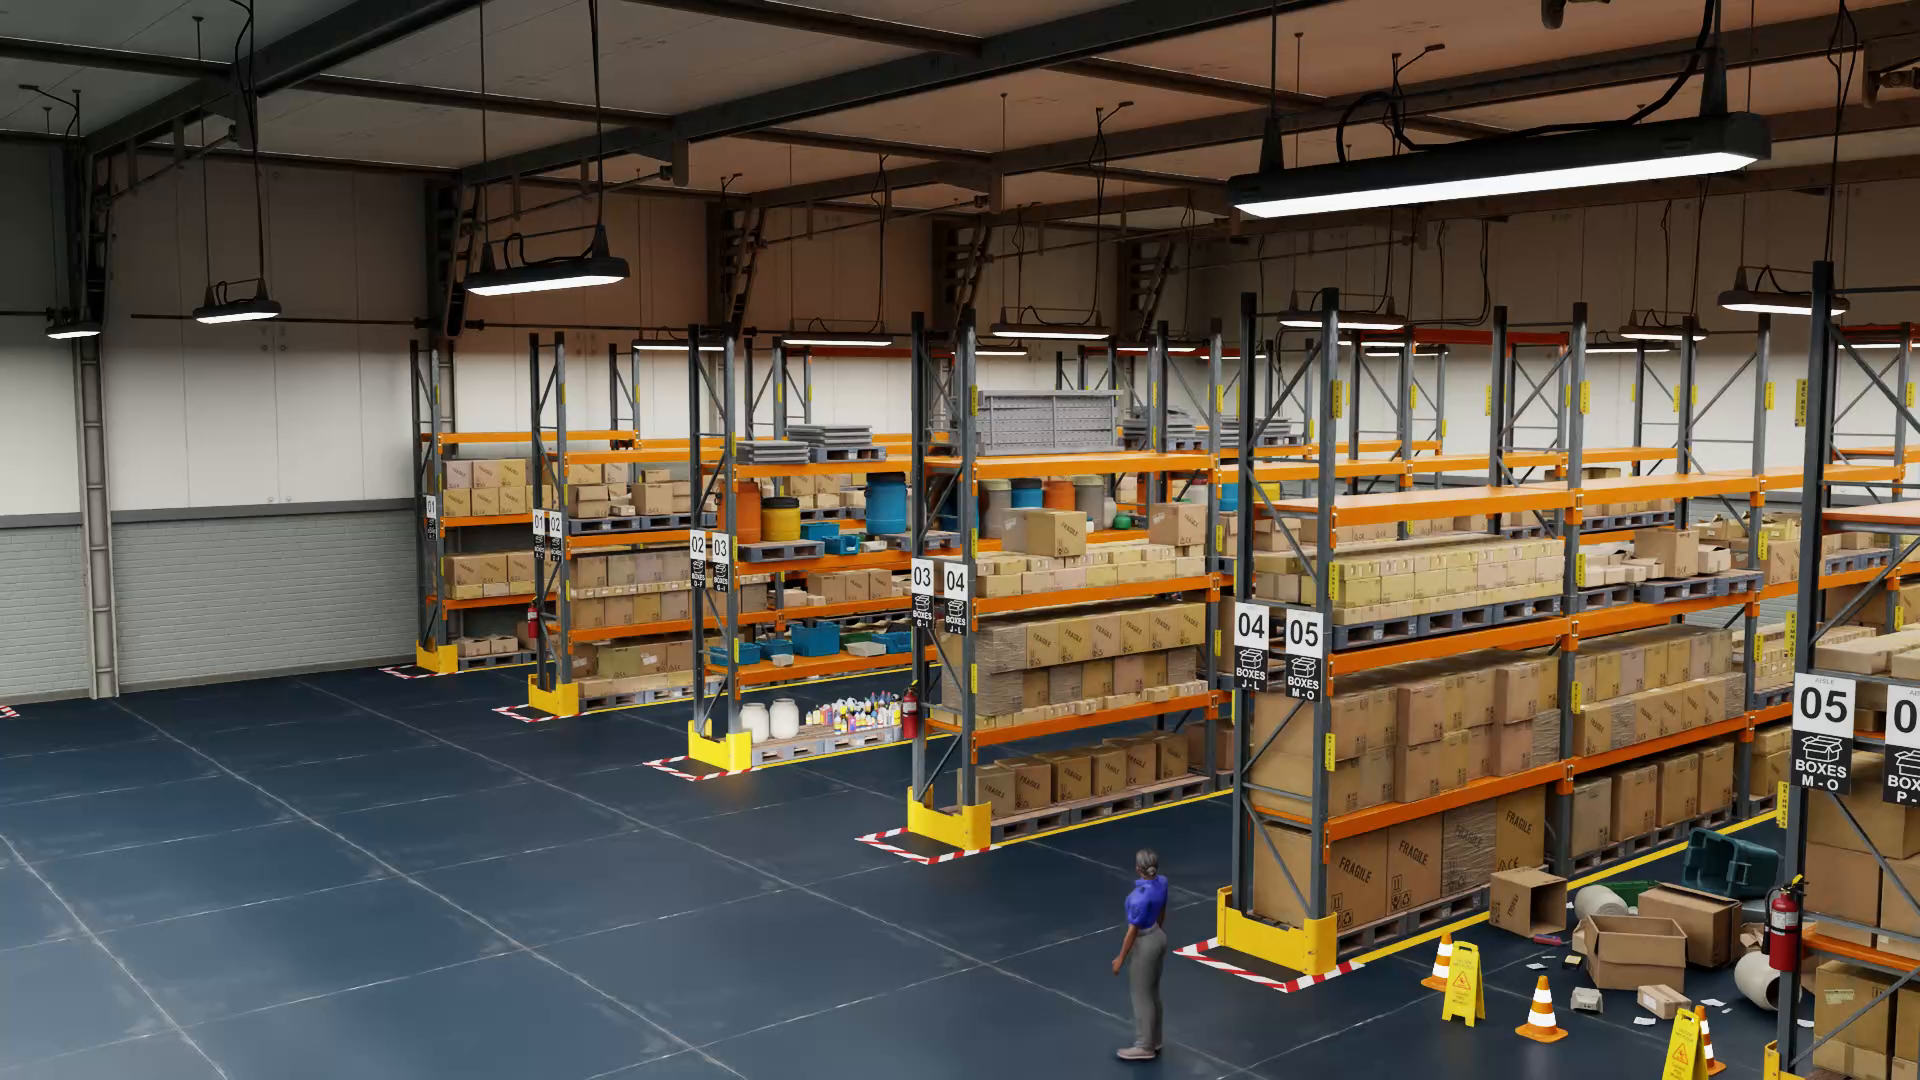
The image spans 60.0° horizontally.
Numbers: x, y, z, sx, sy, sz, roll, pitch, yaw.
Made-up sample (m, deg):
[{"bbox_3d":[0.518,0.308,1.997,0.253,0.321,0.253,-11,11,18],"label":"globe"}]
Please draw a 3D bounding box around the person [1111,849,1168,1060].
[{"bbox_3d":[1.409,3.158,12.833,0.363,1.658,0.565,3,6,26],"label":"person"}]
